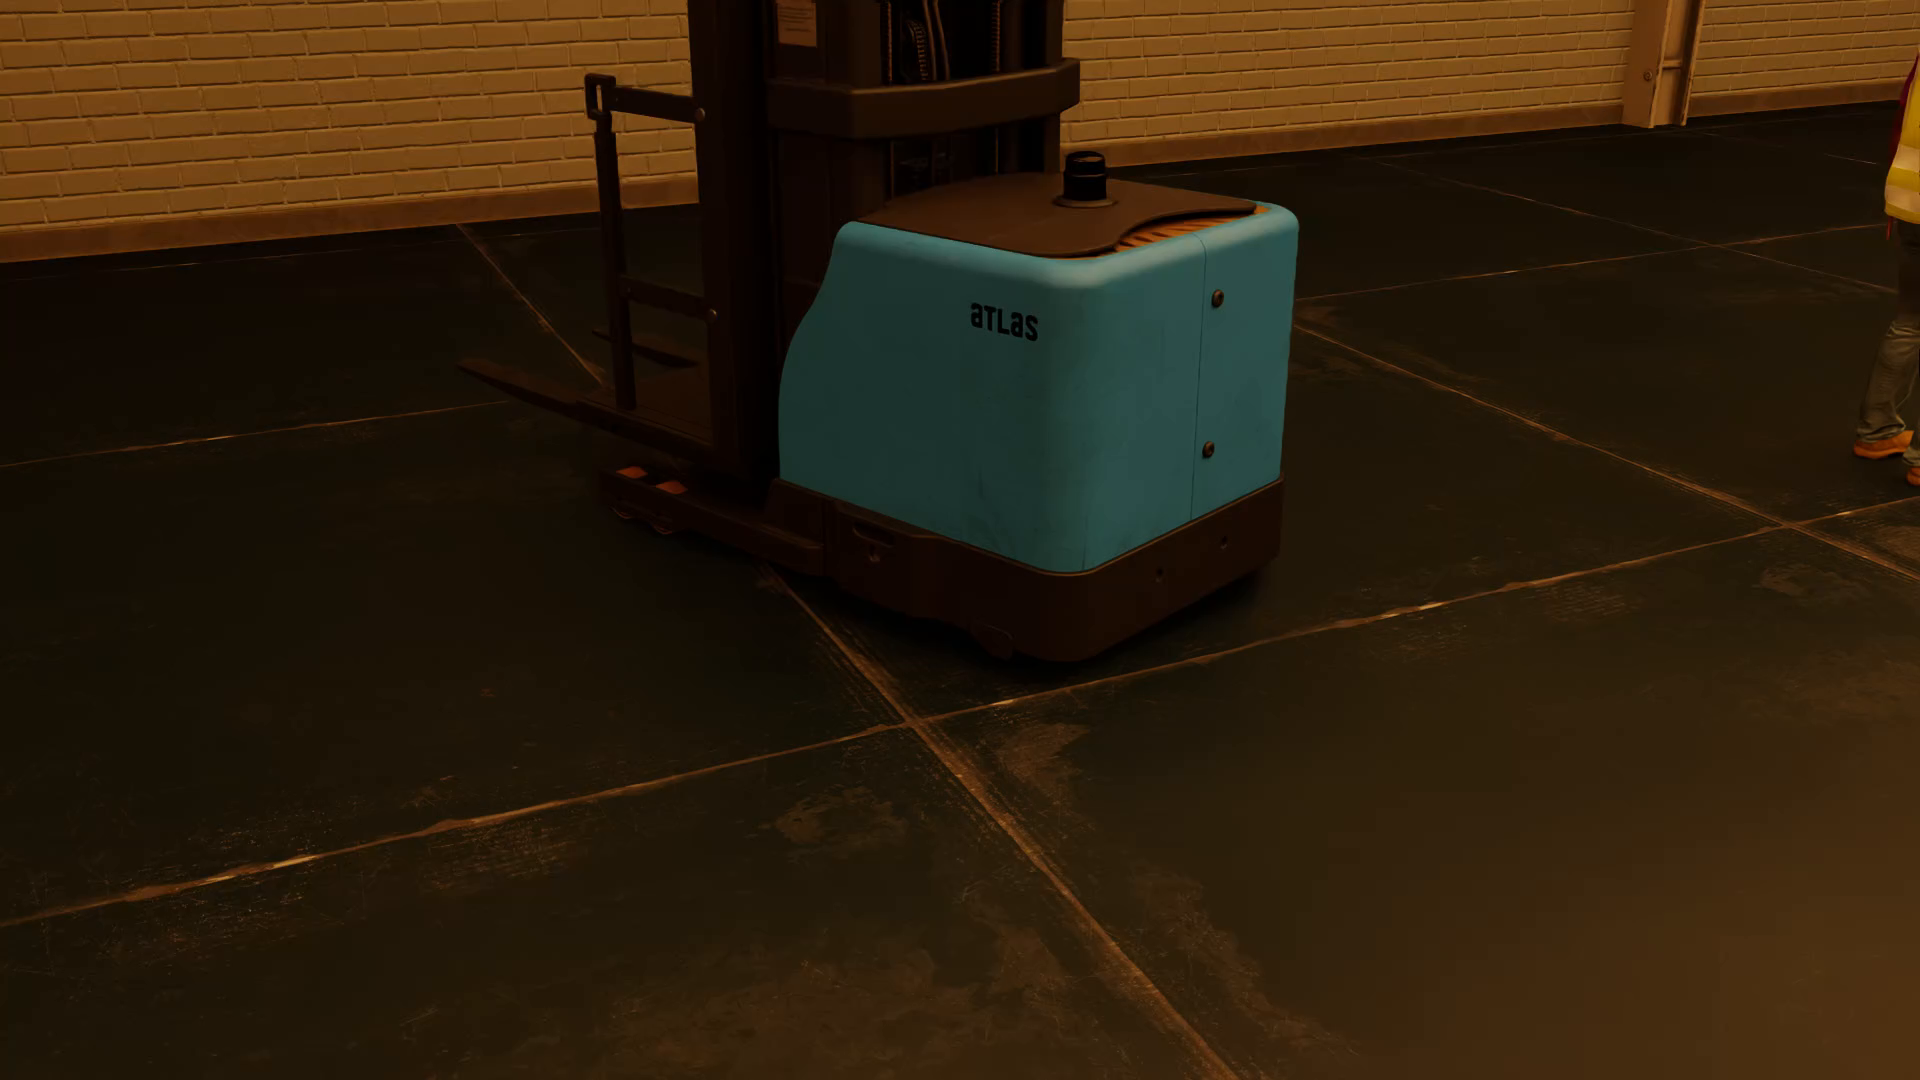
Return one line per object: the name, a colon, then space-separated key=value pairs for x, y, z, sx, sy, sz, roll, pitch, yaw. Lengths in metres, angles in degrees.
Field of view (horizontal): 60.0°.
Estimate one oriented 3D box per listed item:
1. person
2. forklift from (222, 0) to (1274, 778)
person: x=3.264 y=-1.073 z=5.400 sx=0.454 sy=1.761 sz=0.636 roll=-5 pitch=23 yaw=-12
forklift: x=-0.413 y=-1.182 z=4.131 sx=1.130 sy=2.935 sz=3.031 roll=19 pitch=29 yaw=39
